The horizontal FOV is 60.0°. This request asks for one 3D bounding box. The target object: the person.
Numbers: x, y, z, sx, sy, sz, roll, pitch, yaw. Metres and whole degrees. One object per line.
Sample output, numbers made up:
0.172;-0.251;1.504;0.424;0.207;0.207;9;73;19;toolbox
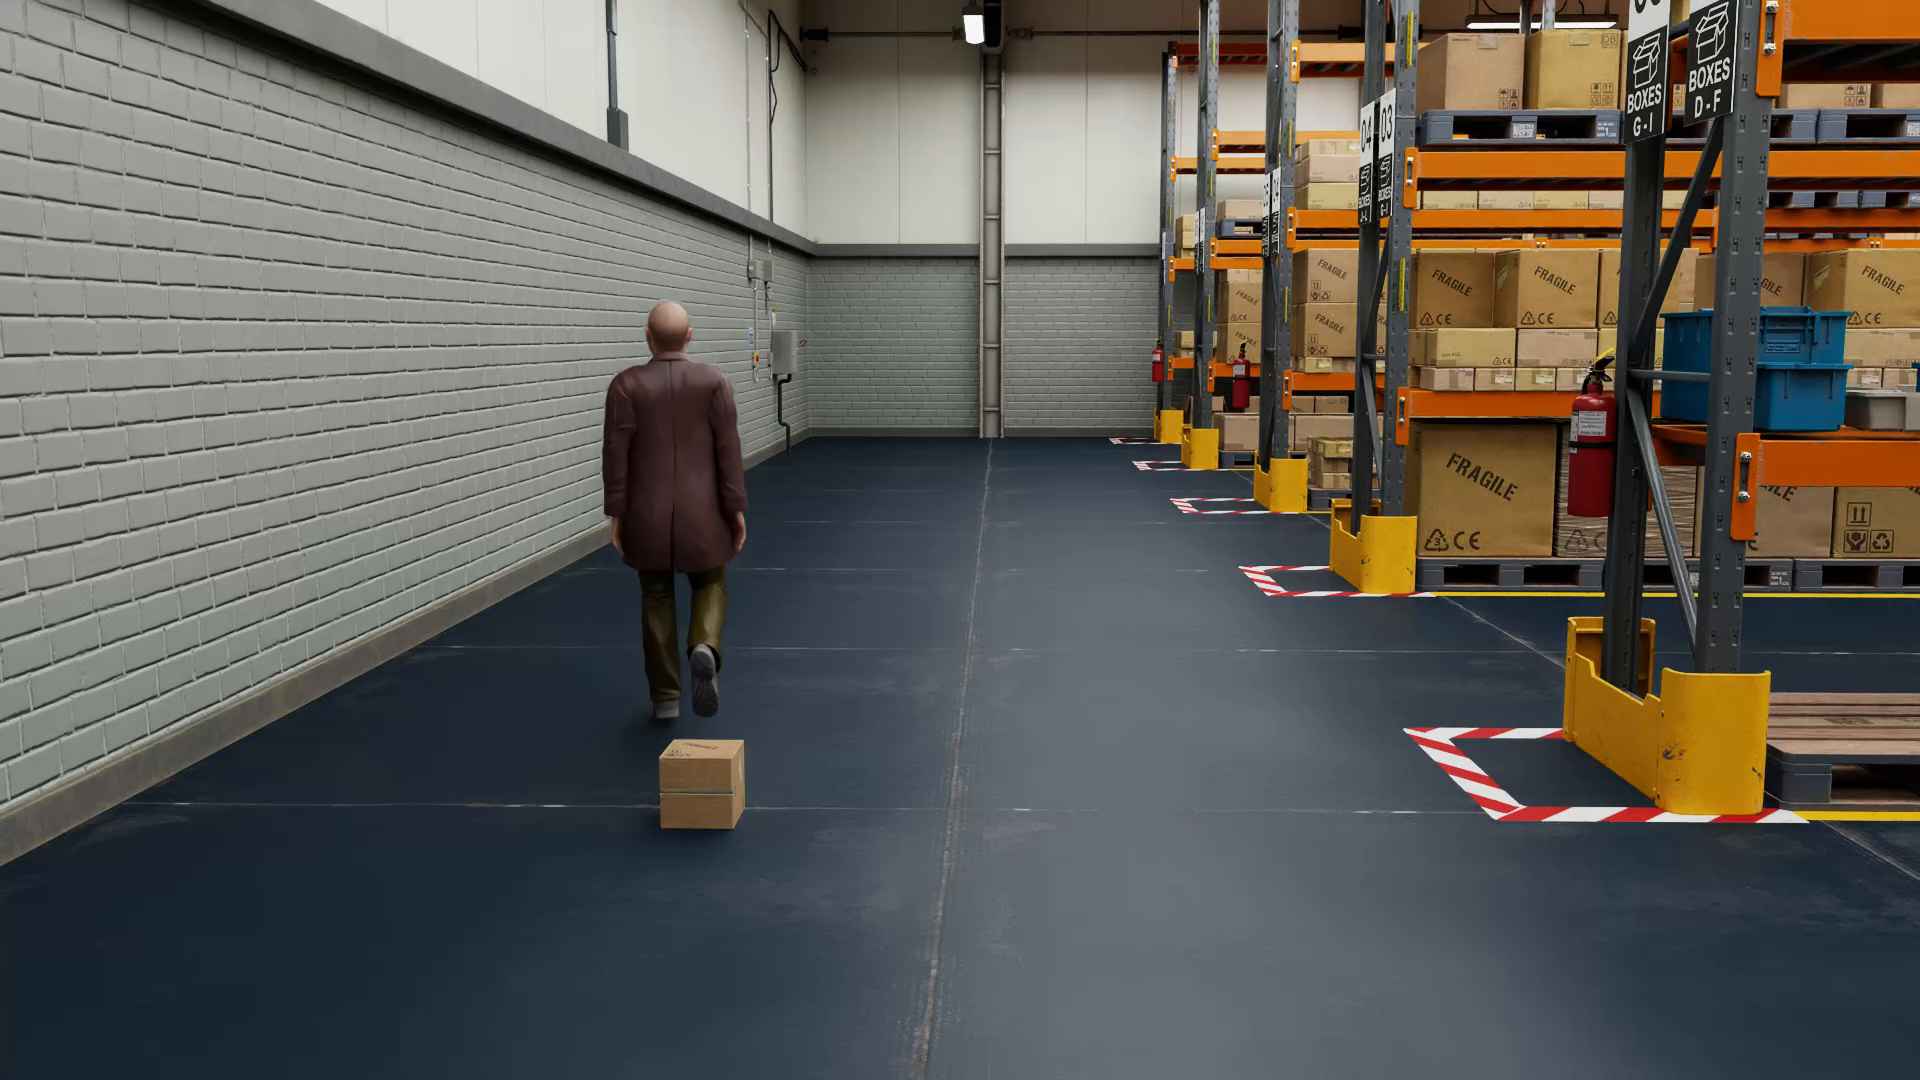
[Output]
-1.198;-0.116;7.027;0.604;1.767;0.638;-1;7;-11;person
